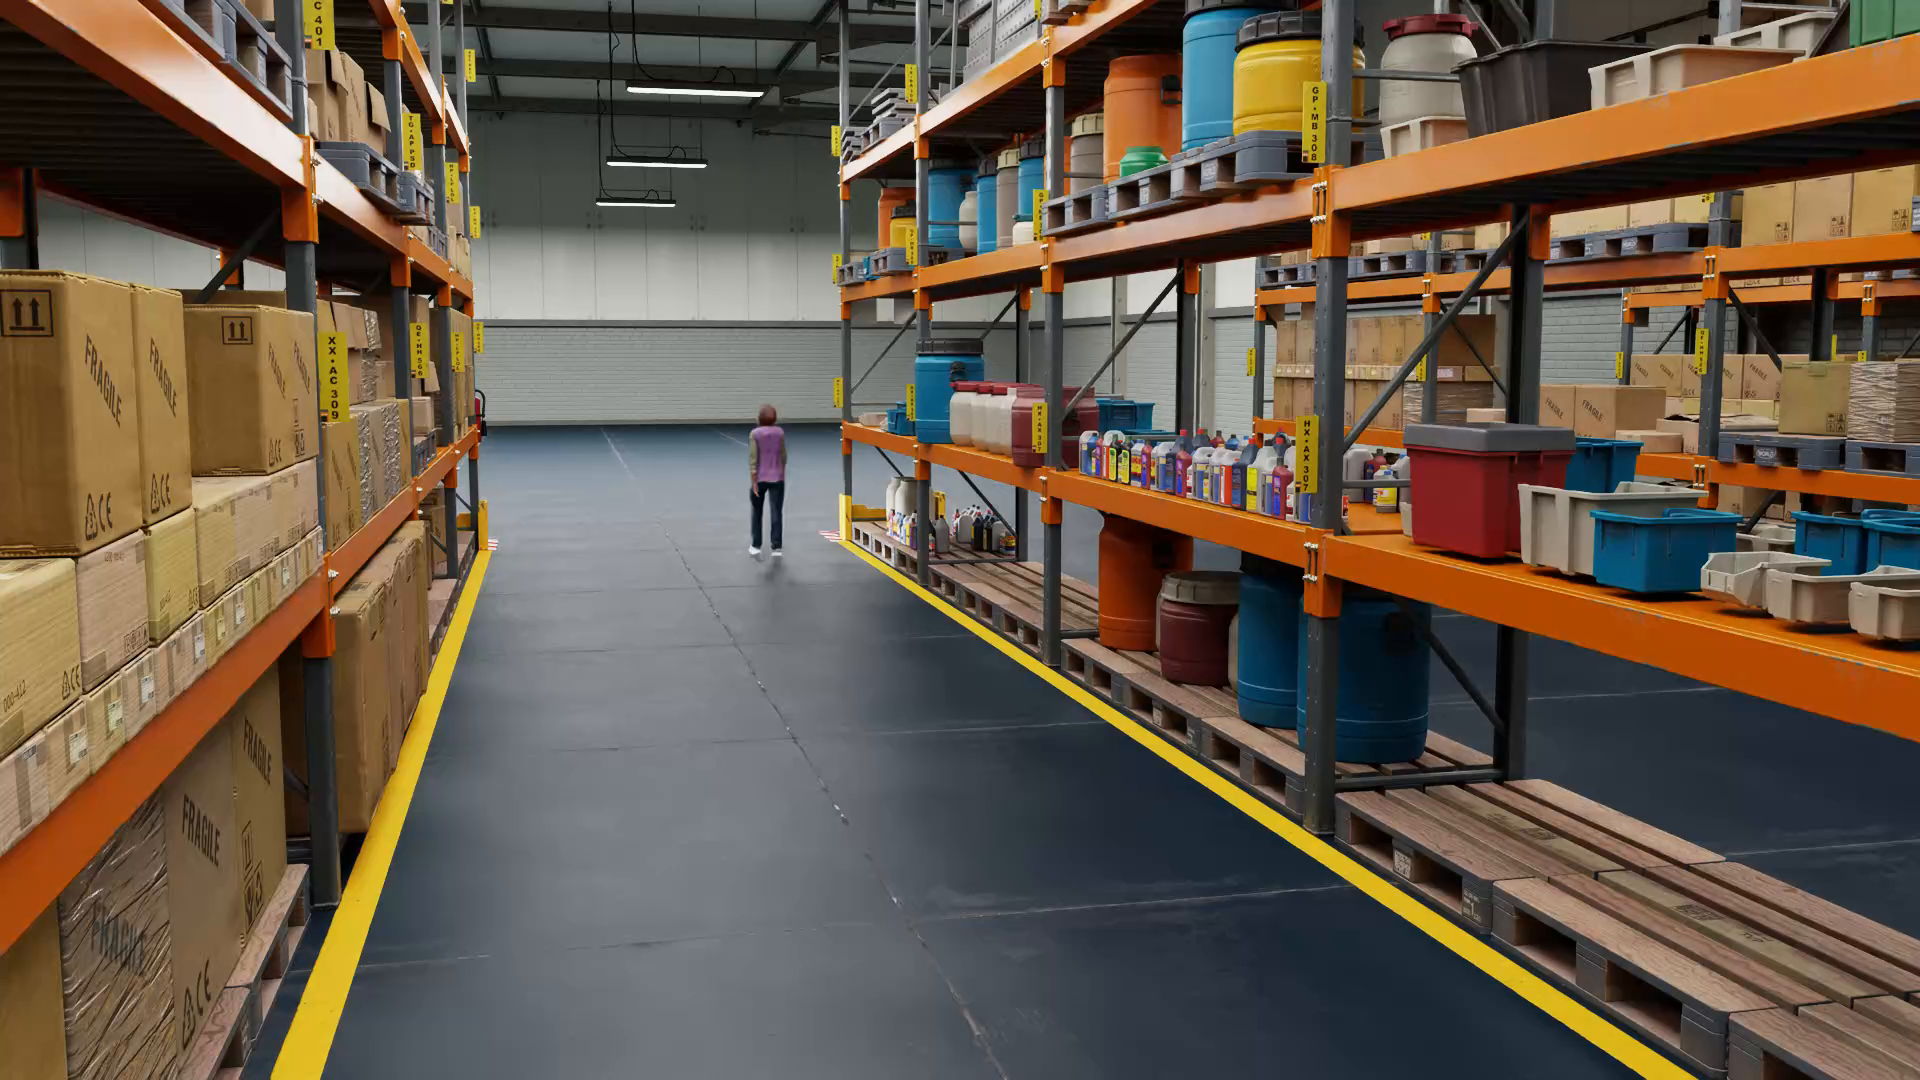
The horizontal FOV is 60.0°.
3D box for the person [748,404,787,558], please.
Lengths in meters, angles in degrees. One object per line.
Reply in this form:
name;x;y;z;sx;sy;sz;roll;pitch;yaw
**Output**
person;-1.940;-0.607;16.768;0.408;1.536;0.944;-1;6;-13
